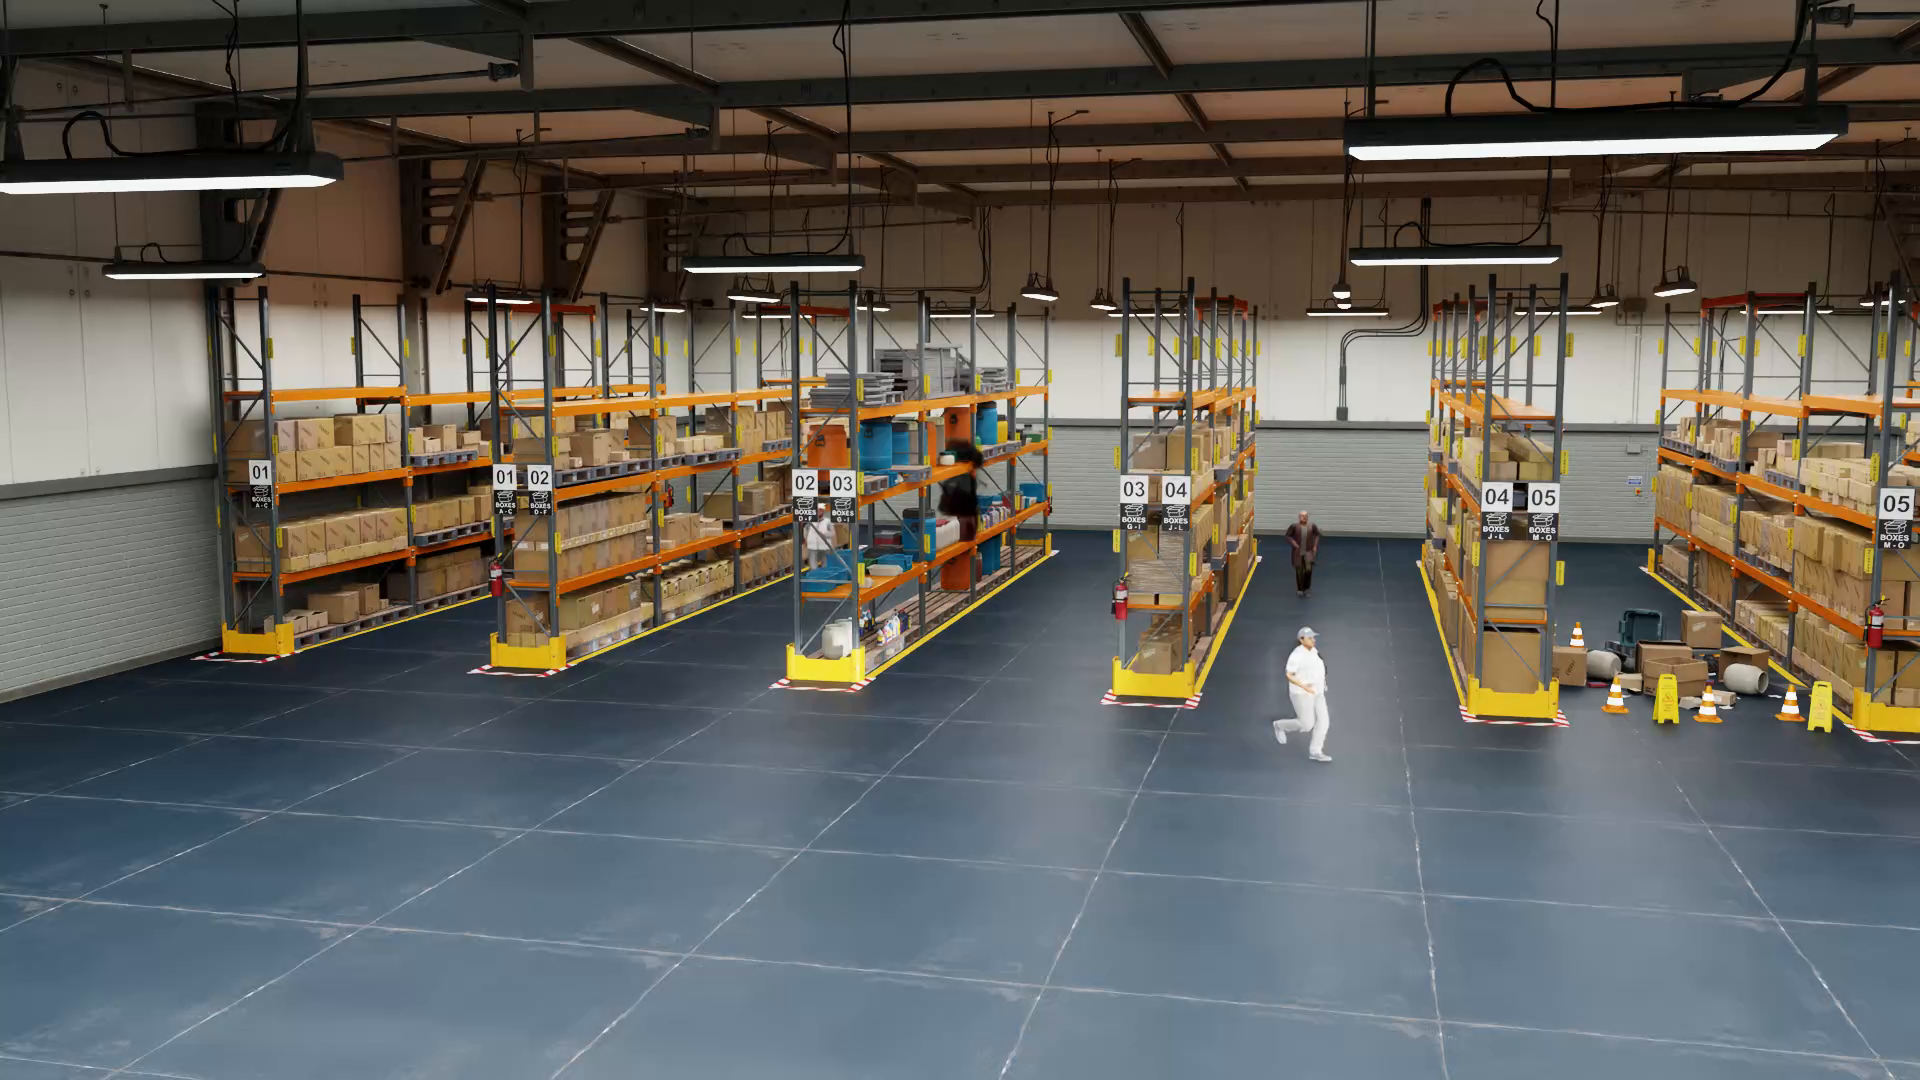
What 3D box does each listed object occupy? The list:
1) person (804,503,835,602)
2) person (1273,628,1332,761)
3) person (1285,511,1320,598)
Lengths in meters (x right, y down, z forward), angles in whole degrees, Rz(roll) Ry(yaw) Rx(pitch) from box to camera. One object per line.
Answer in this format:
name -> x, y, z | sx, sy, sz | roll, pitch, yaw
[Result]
person -> -2.669, 0.205, 31.517 | 0.633, 1.843, 0.771 | 0, 7, 1
person -> 4.248, 1.874, 20.361 | 0.621, 1.624, 0.769 | -6, 9, -42
person -> 6.890, 0.294, 33.464 | 0.709, 1.775, 0.718 | 1, 7, 9
